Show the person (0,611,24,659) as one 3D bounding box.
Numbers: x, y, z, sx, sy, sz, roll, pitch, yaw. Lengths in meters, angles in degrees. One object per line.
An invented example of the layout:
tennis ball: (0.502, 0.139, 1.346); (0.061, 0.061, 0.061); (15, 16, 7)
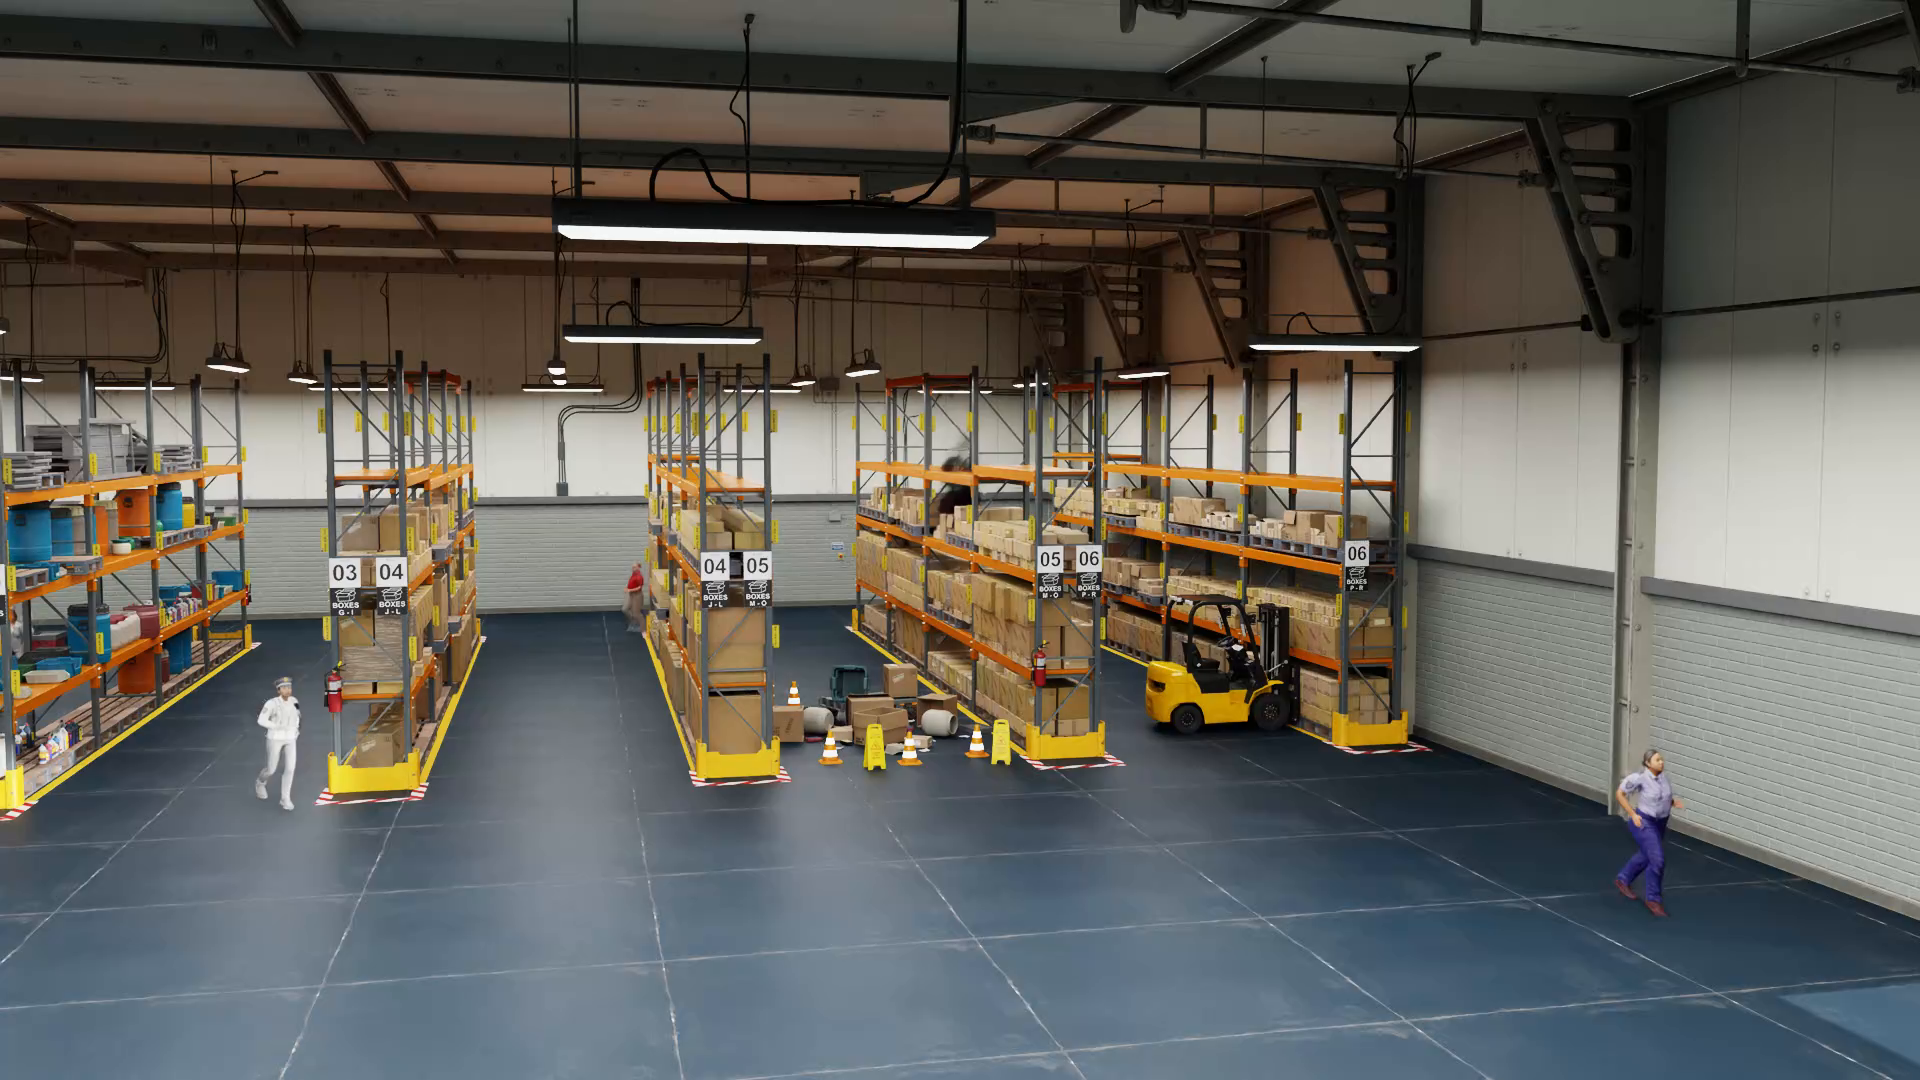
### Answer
person: (-17.655, 2.082, 30.999); (0.525, 1.546, 0.694); (-2, 4, -27)

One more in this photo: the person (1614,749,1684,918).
person: (7.098, 2.989, 17.202); (0.596, 1.700, 0.756); (-3, 5, -33)

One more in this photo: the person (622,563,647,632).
person: (-7.784, 1.401, 39.859); (0.644, 1.738, 0.674); (-3, 5, -38)

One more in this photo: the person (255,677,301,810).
person: (-8.930, 2.642, 21.886); (0.844, 1.708, 0.626); (4, 6, 45)
